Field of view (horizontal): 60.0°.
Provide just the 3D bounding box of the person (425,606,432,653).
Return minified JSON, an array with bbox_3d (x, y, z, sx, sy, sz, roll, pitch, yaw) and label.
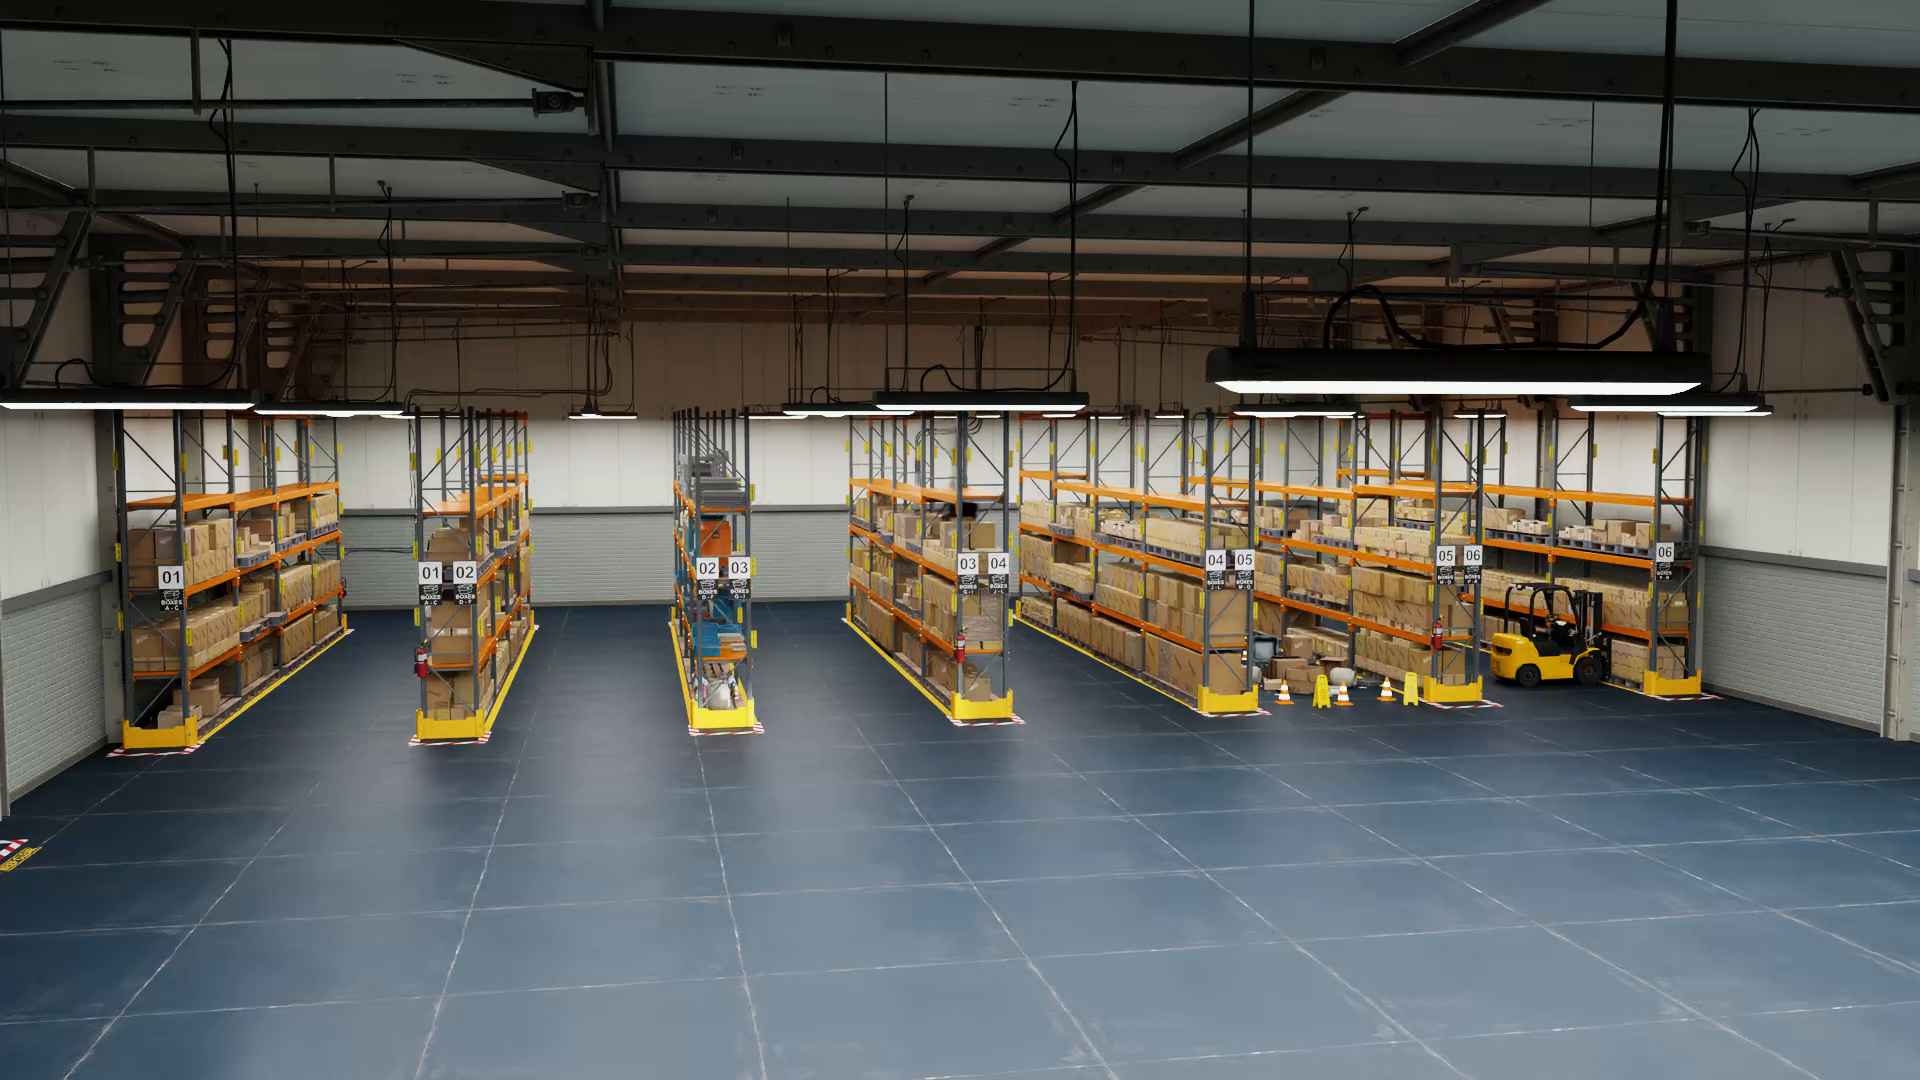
[{"bbox_3d":[-12.685,2.119,39.922,0.612,1.622,0.986,-1,4,-8],"label":"person"}]
